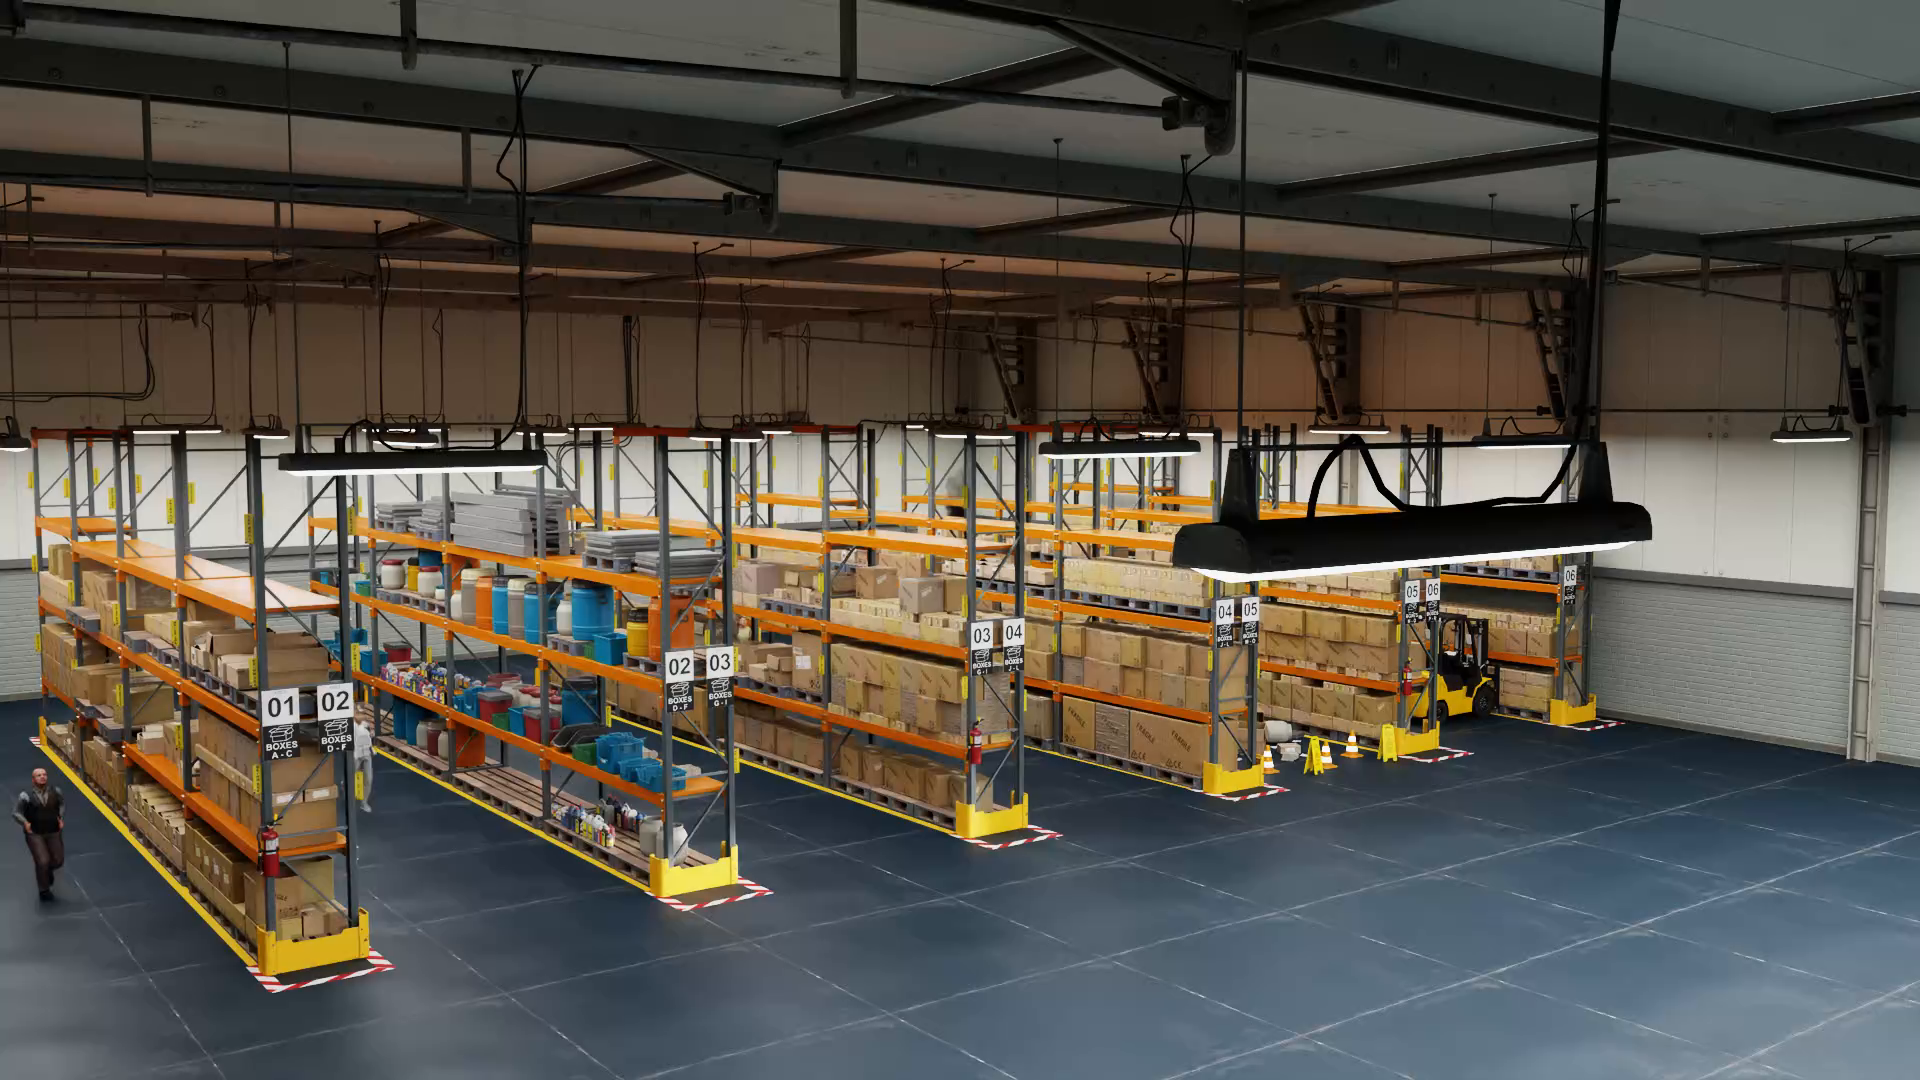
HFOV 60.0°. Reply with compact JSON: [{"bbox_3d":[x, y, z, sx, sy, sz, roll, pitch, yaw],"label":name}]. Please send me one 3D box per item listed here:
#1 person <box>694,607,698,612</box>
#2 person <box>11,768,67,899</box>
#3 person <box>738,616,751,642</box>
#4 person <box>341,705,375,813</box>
[{"bbox_3d":[-6.602,2.410,39.887,0.747,1.643,0.651,-1,5,-8],"label":"person"},{"bbox_3d":[-11.938,3.796,21.615,0.659,1.673,0.614,-4,6,-44],"label":"person"},{"bbox_3d":[-4.906,2.592,37.677,0.546,1.654,0.714,-3,5,-33],"label":"person"},{"bbox_3d":[-9.542,3.442,26.371,0.747,1.682,0.617,4,6,42],"label":"person"}]
